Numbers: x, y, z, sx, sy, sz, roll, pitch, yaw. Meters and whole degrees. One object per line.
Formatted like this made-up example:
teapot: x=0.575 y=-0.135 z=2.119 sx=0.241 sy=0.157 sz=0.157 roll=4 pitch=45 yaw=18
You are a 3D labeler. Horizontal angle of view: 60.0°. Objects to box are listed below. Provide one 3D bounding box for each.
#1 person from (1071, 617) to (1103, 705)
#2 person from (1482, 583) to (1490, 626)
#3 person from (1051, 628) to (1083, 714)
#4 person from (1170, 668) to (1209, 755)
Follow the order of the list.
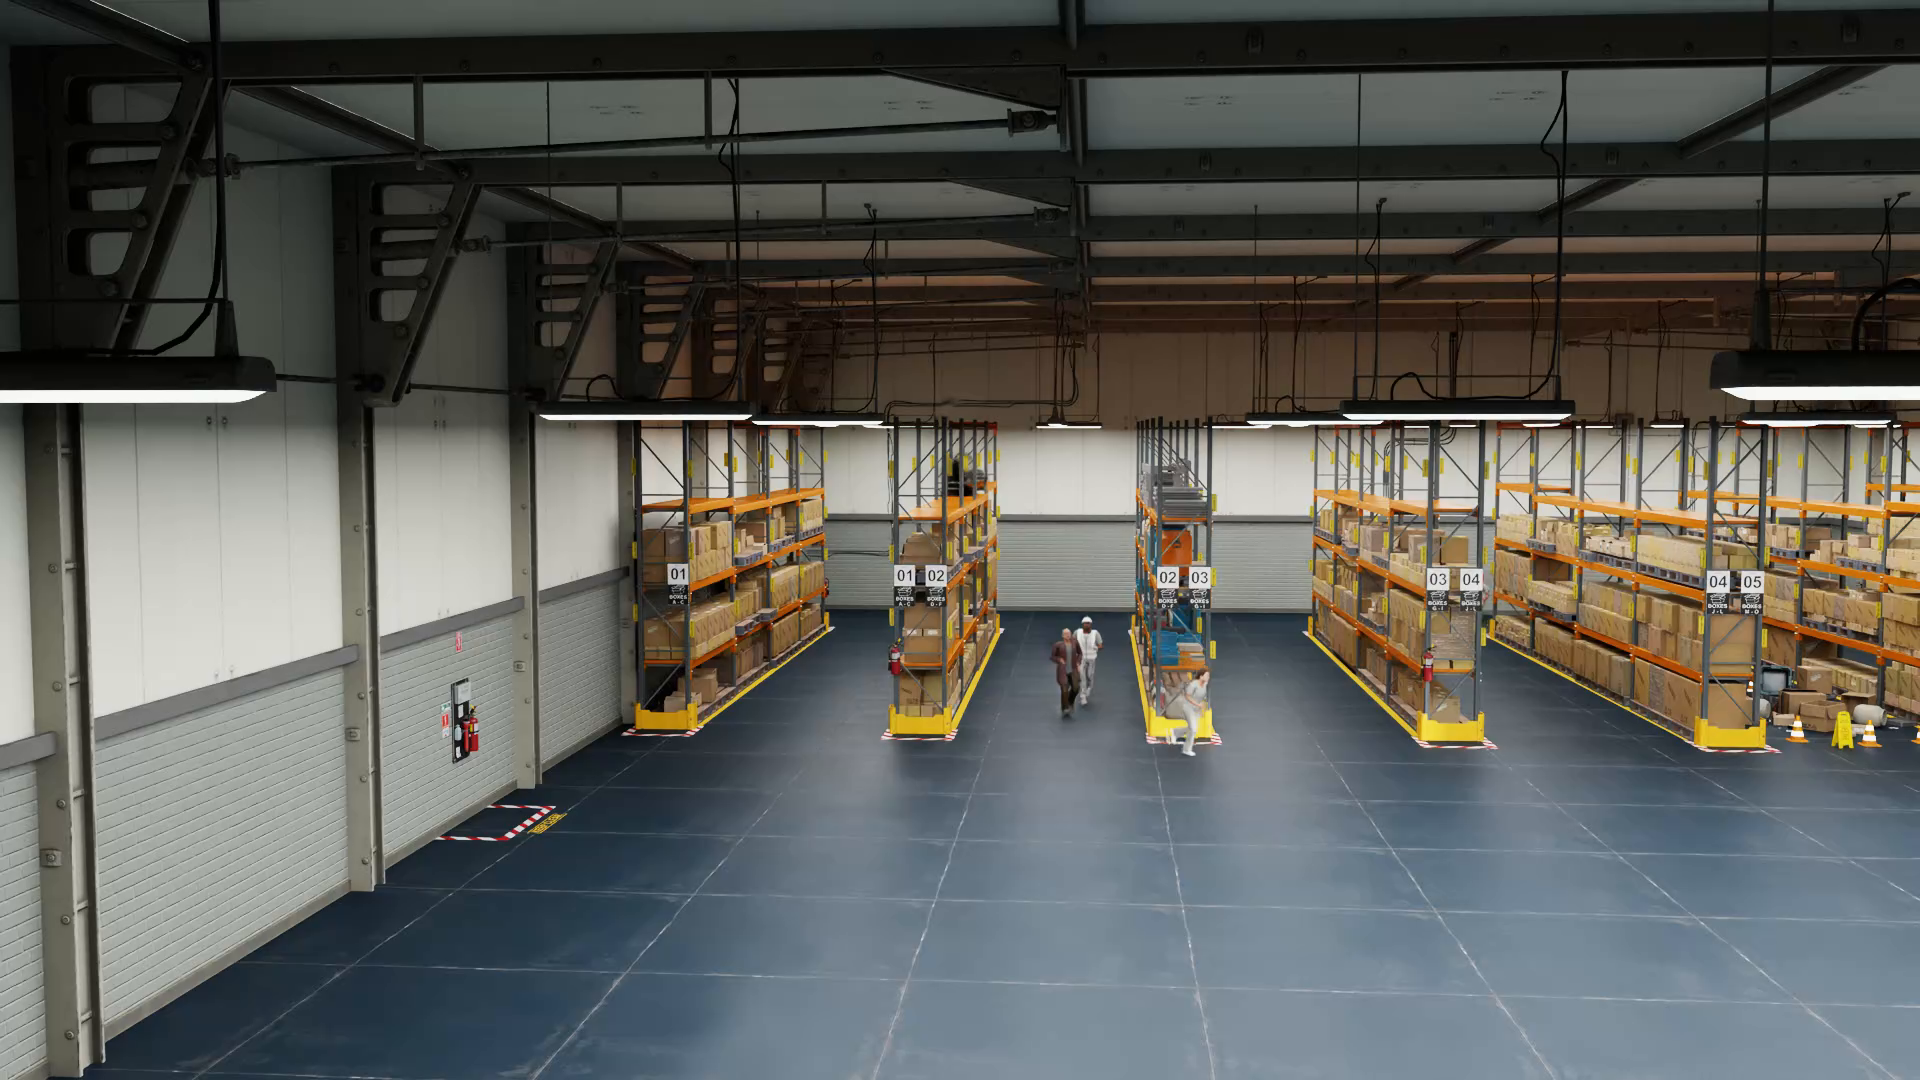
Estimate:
person: x=2.681 y=2.519 z=35.165 sx=0.679 sy=1.798 sz=0.988 roll=0 pitch=4 yaw=3
person: x=14.652 y=1.803 z=47.079 sx=0.562 sy=1.735 sz=0.714 roll=-1 pitch=4 yaw=-16
person: x=2.184 y=2.659 z=33.462 sx=0.697 sy=1.741 sz=0.639 roll=-1 pitch=4 yaw=-9
person: x=4.113 y=3.033 z=29.576 sx=0.819 sy=1.579 sz=0.565 roll=4 pitch=5 yaw=44
